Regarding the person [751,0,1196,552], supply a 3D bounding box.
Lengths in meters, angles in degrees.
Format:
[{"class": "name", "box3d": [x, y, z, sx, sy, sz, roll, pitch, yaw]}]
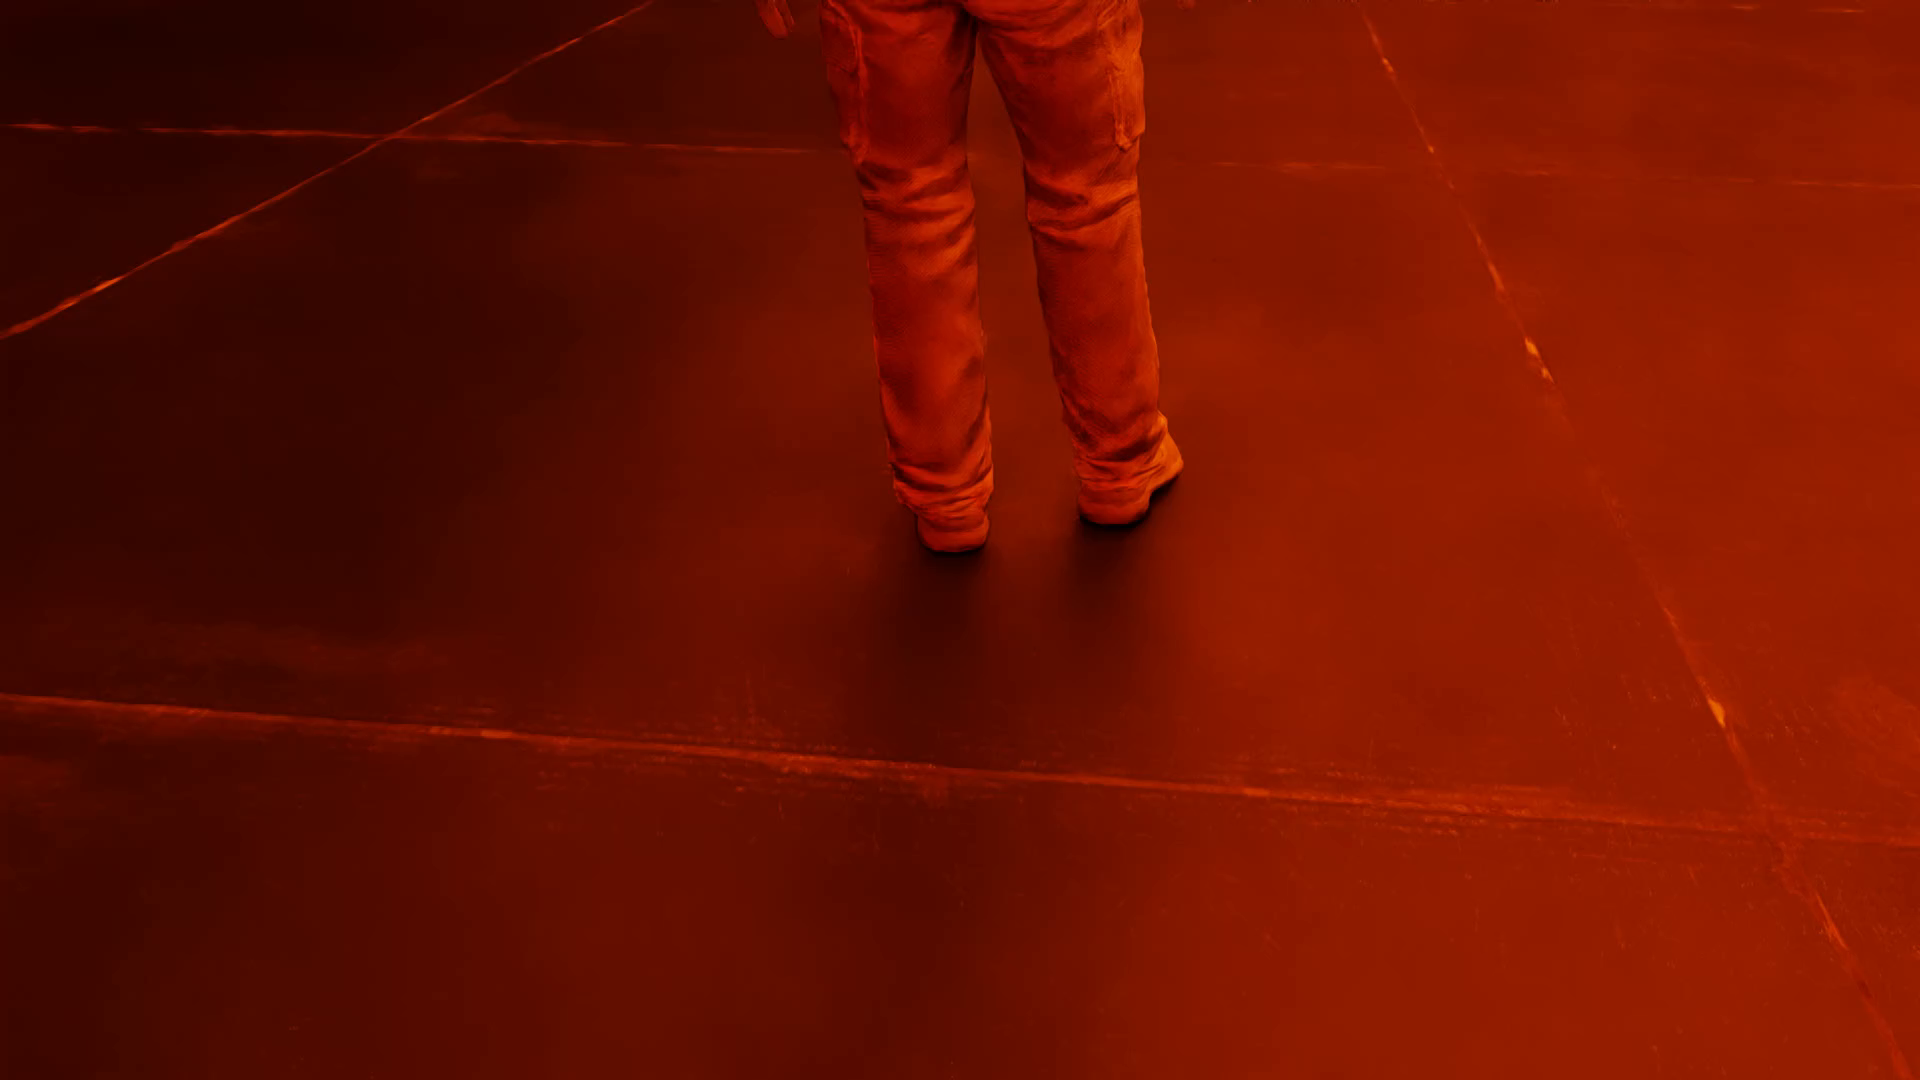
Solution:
[{"class": "person", "box3d": [0.017, -0.833, 2.163, 0.655, 1.777, 0.576, 3, 27, 7]}]
